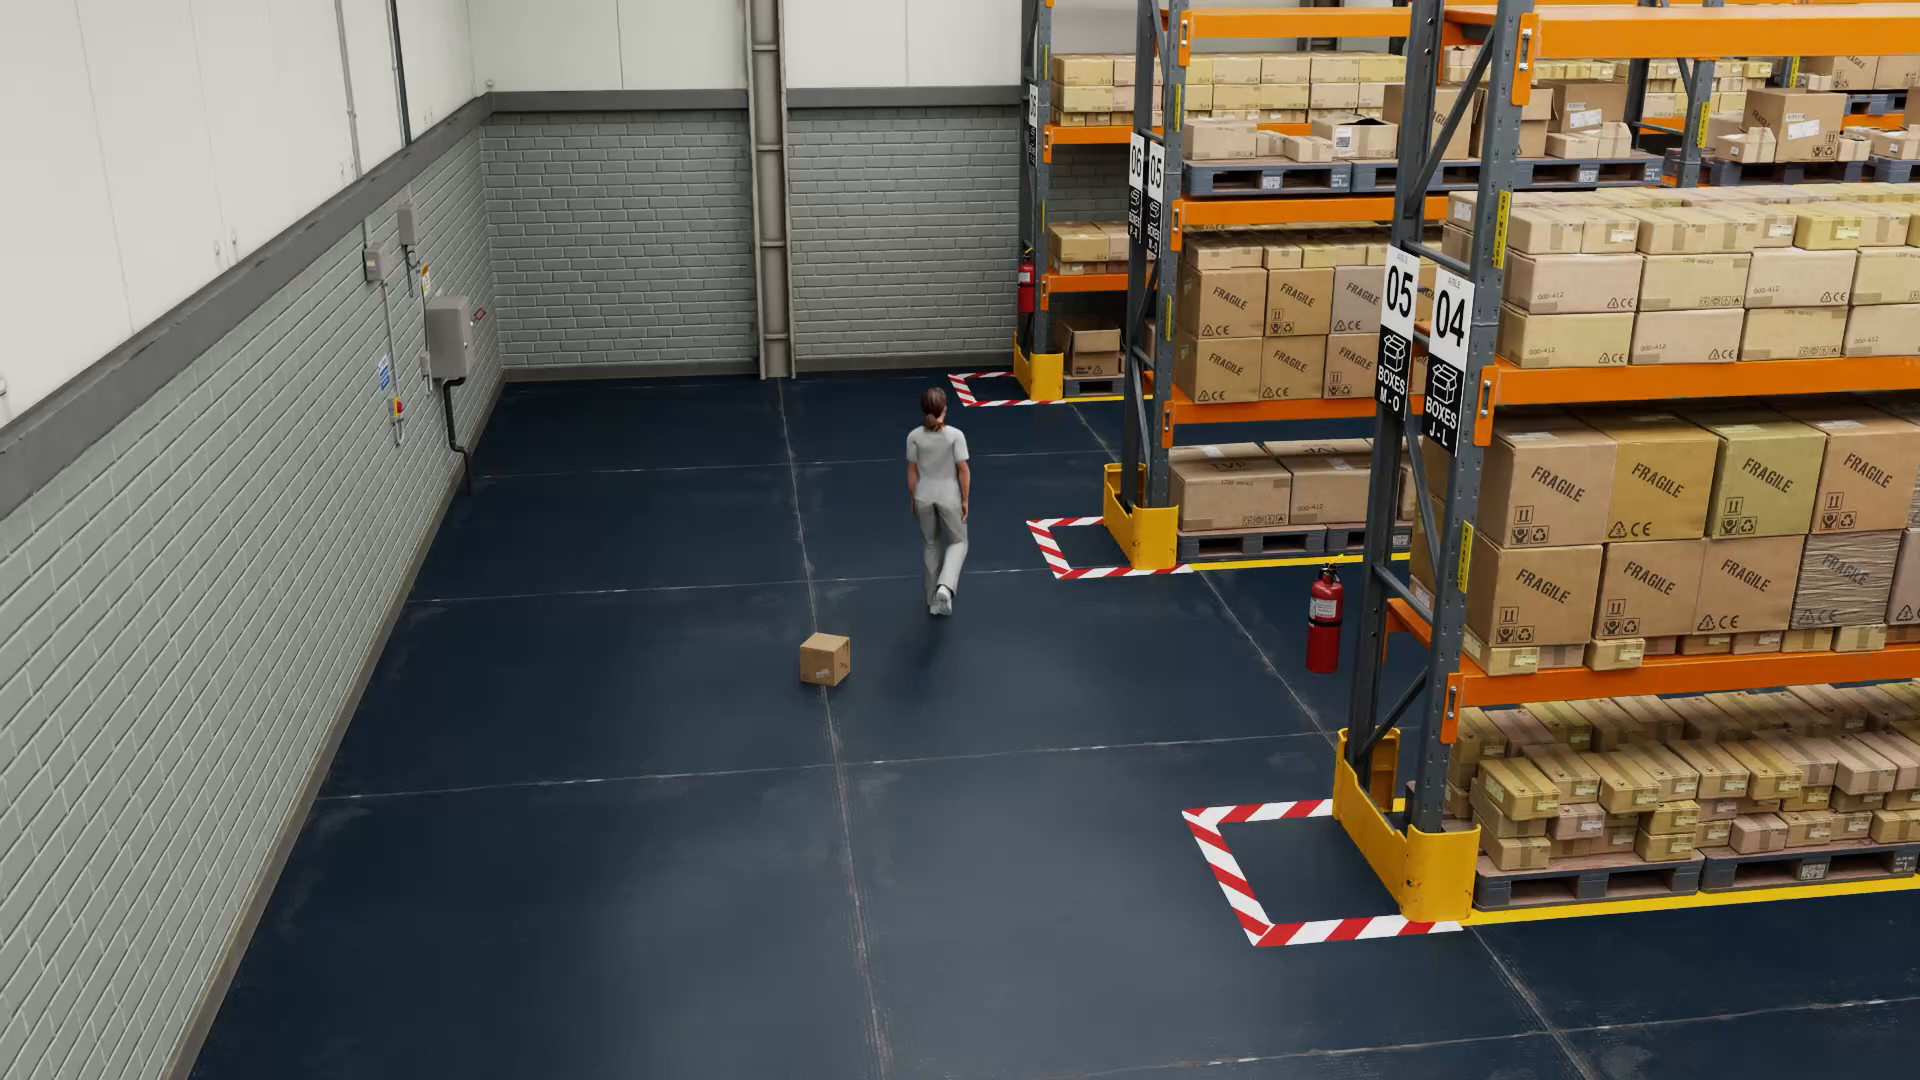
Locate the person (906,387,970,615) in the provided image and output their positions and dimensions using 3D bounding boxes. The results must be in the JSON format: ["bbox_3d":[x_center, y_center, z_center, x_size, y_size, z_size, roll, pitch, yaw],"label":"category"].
[{"bbox_3d":[-0.158,-0.246,11.687,0.452,1.660,0.566,3,20,7],"label":"person"}]
